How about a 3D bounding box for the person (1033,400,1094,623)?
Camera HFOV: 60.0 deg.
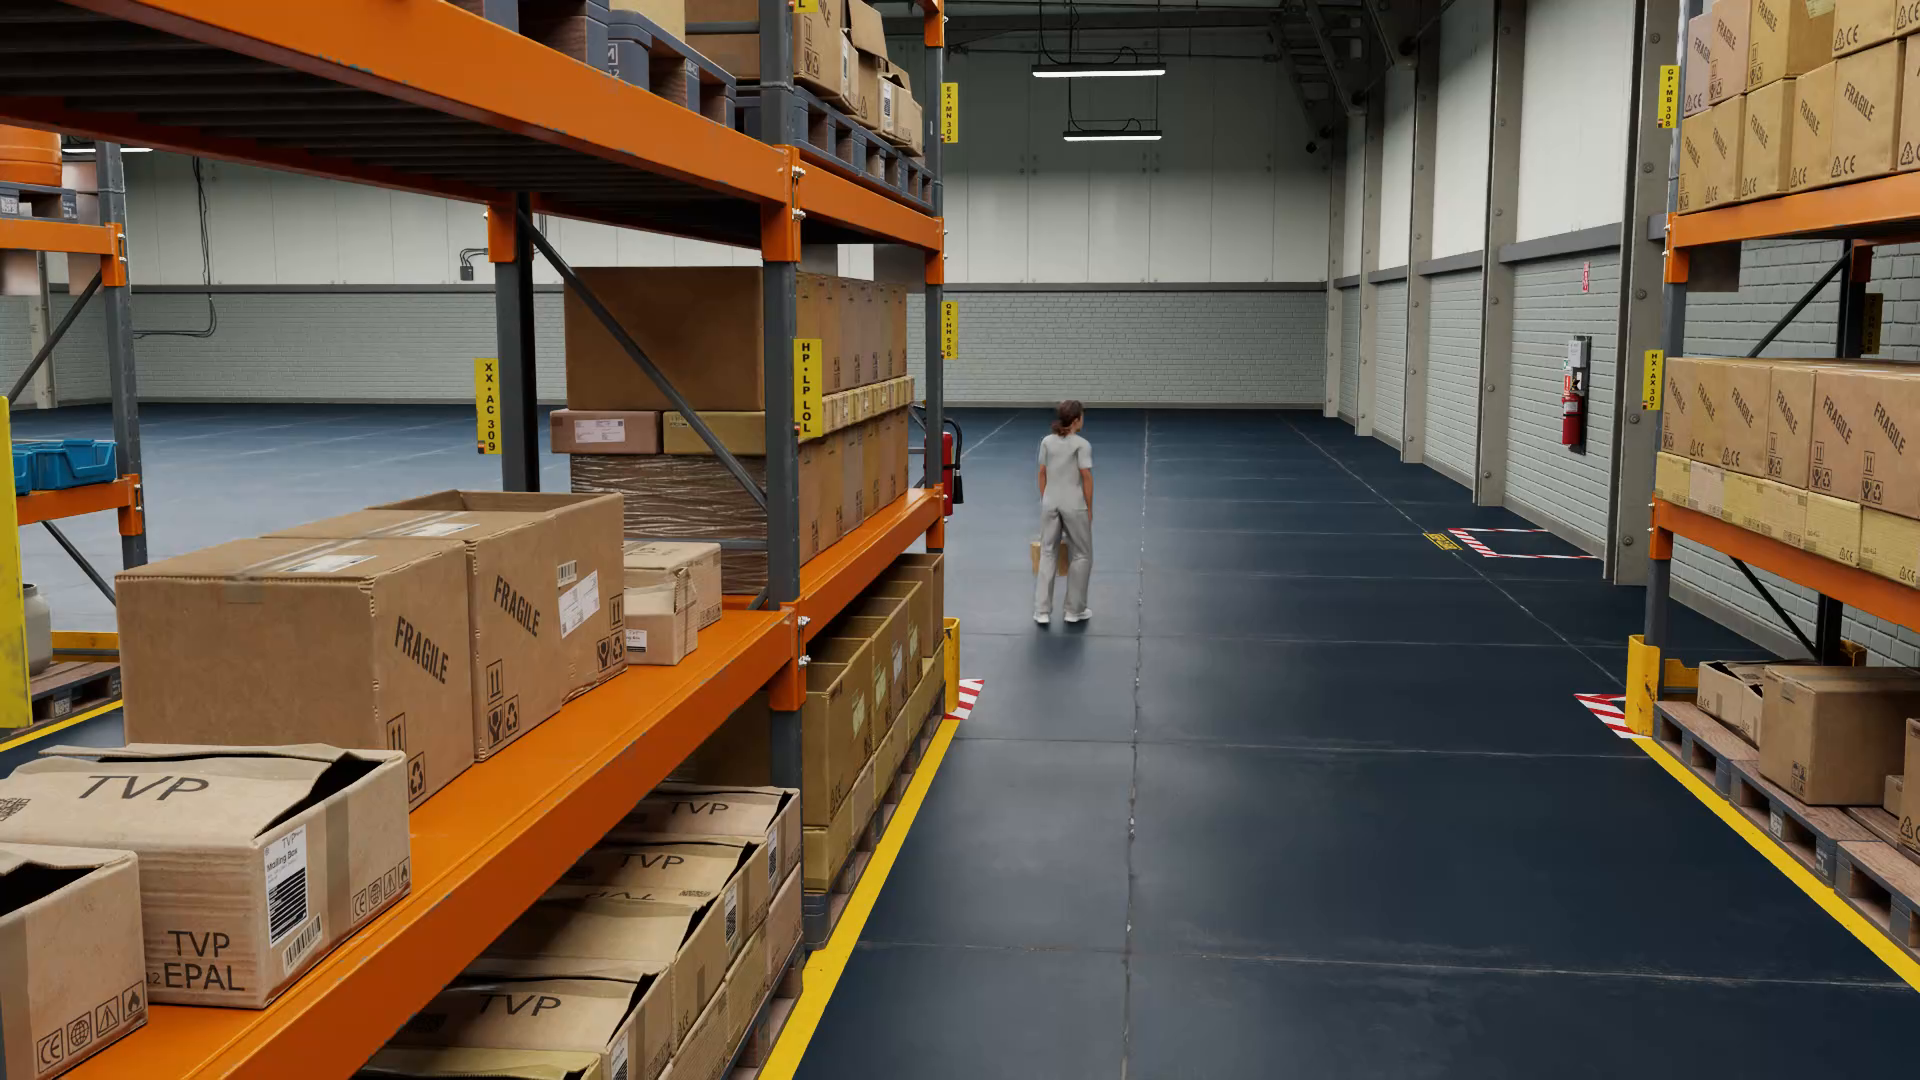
[{"bbox_3d":[0.779,-0.211,12.399,0.468,1.662,0.577,4,9,29],"label":"person"}]
